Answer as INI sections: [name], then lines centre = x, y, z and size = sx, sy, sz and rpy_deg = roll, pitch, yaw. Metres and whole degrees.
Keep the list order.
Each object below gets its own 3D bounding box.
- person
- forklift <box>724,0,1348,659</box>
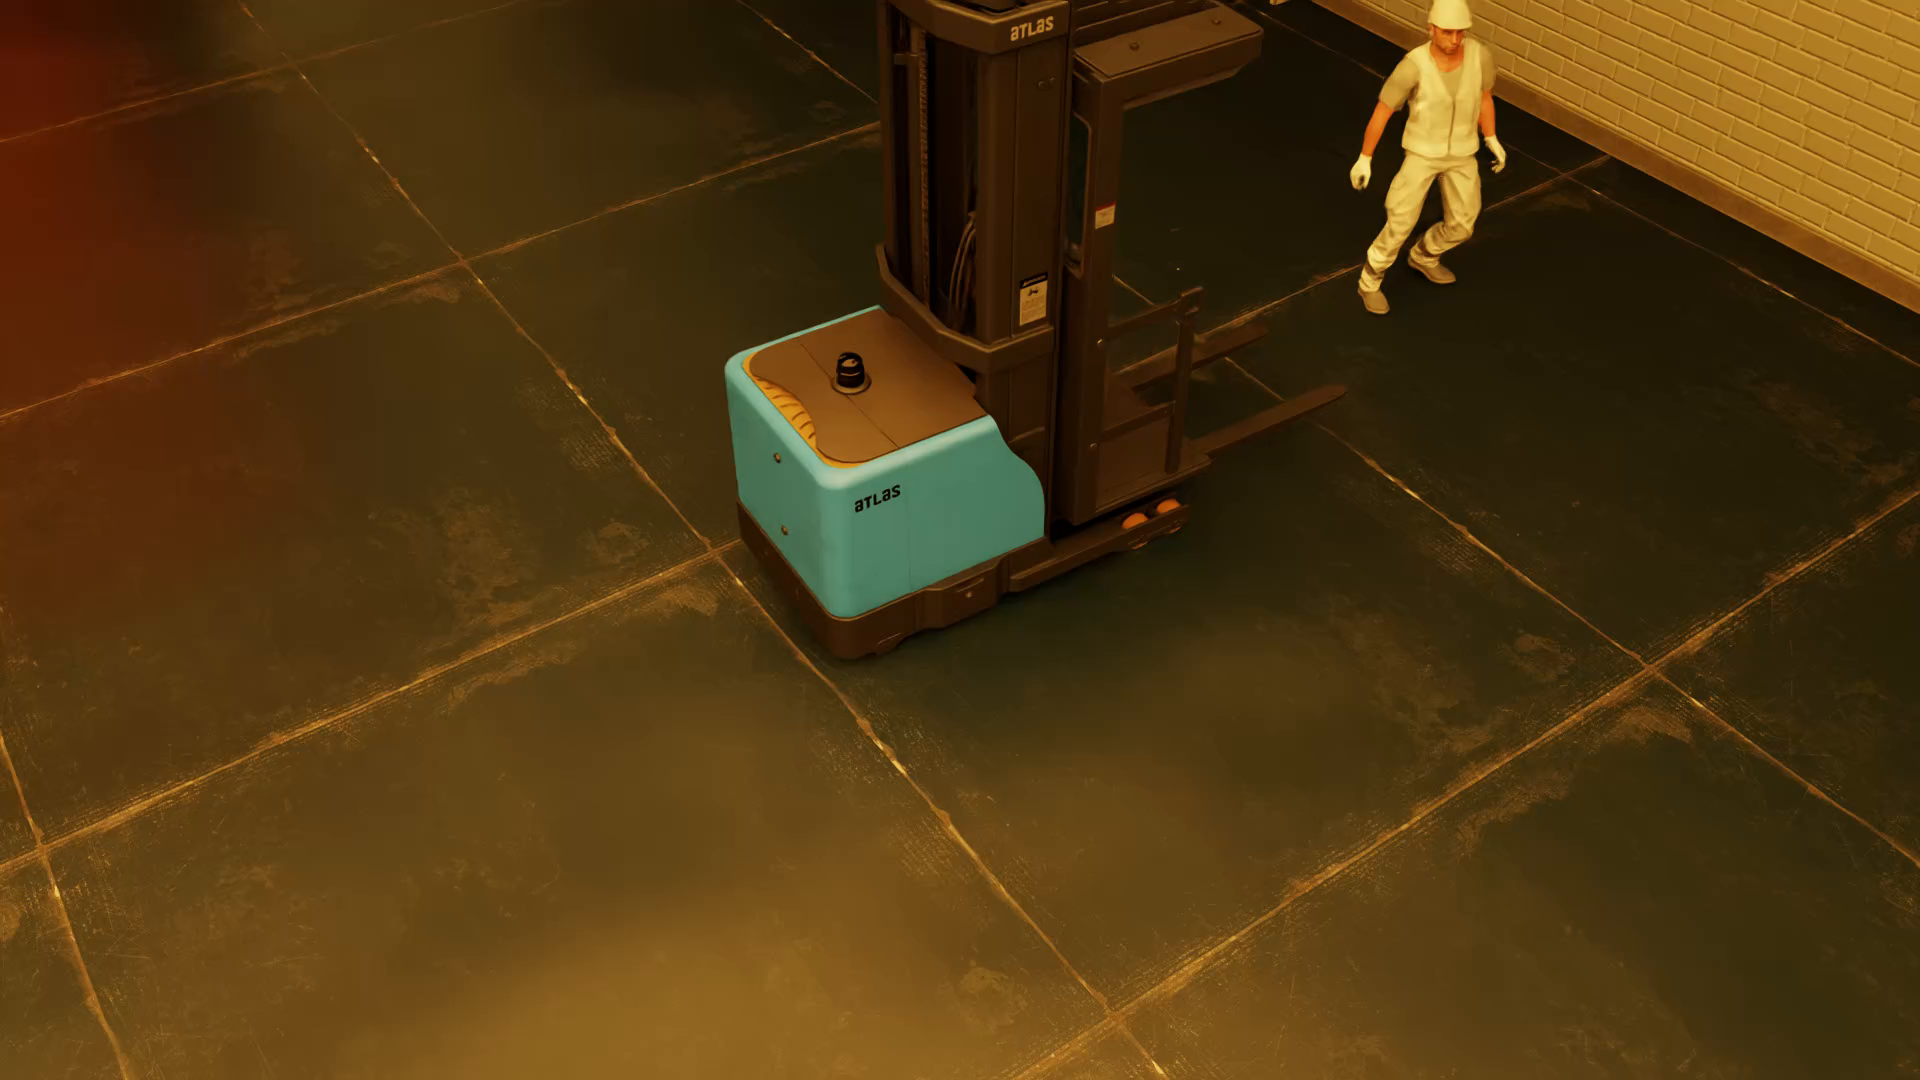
[person]
centre = 2.487, -2.029, 8.823
size = 0.813, 1.717, 0.507
rpy_deg = -4, 43, -4
[forklift]
centre = 0.492, -1.322, 7.150
size = 3.031, 2.935, 1.130
rpy_deg = -23, 47, -23
